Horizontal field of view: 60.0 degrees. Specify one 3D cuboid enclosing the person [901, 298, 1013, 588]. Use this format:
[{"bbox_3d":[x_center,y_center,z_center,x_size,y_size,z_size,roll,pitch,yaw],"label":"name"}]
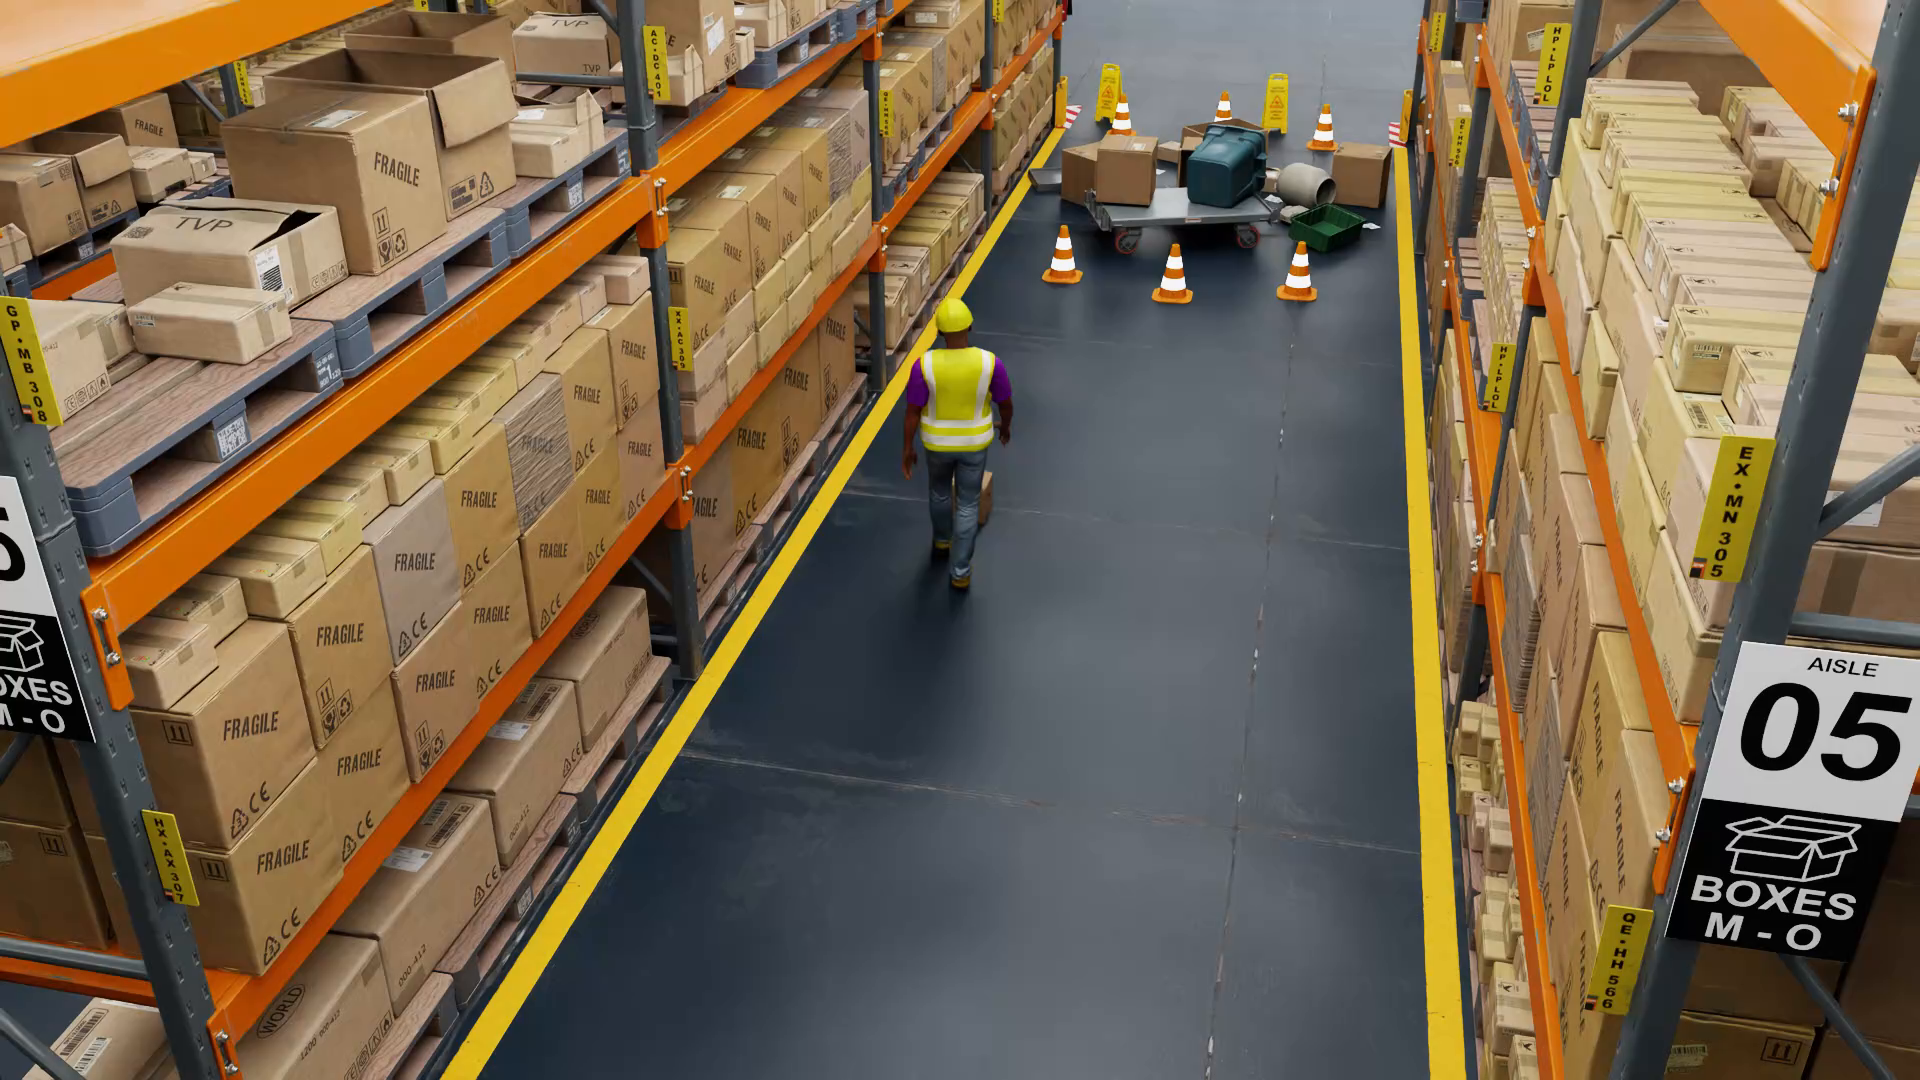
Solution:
[{"bbox_3d":[0.000,-0.643,9.747,0.630,1.744,0.758,2,29,4],"label":"person"}]
